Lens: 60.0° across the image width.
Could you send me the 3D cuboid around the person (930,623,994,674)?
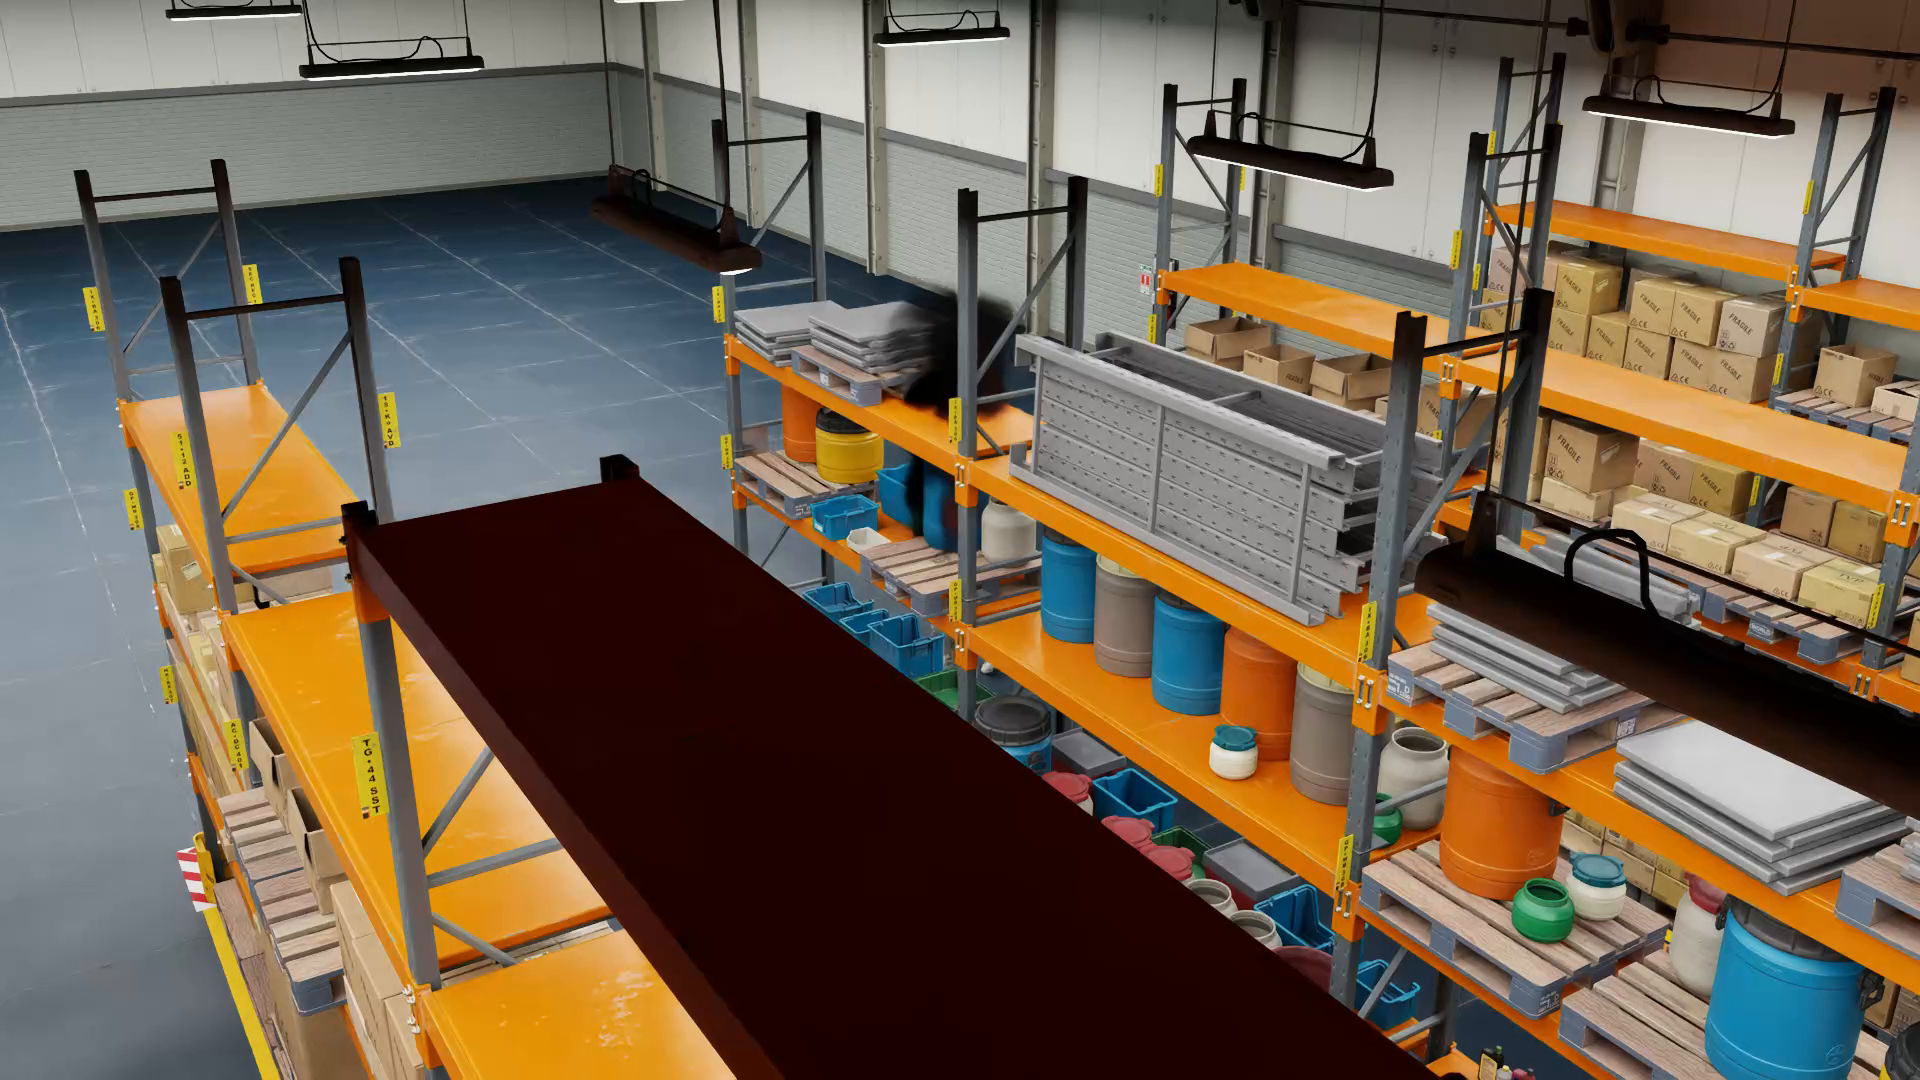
[{"bbox_3d":[-0.065,0.619,17.583,0.870,1.710,0.662,-14,26,-32],"label":"person"}]
